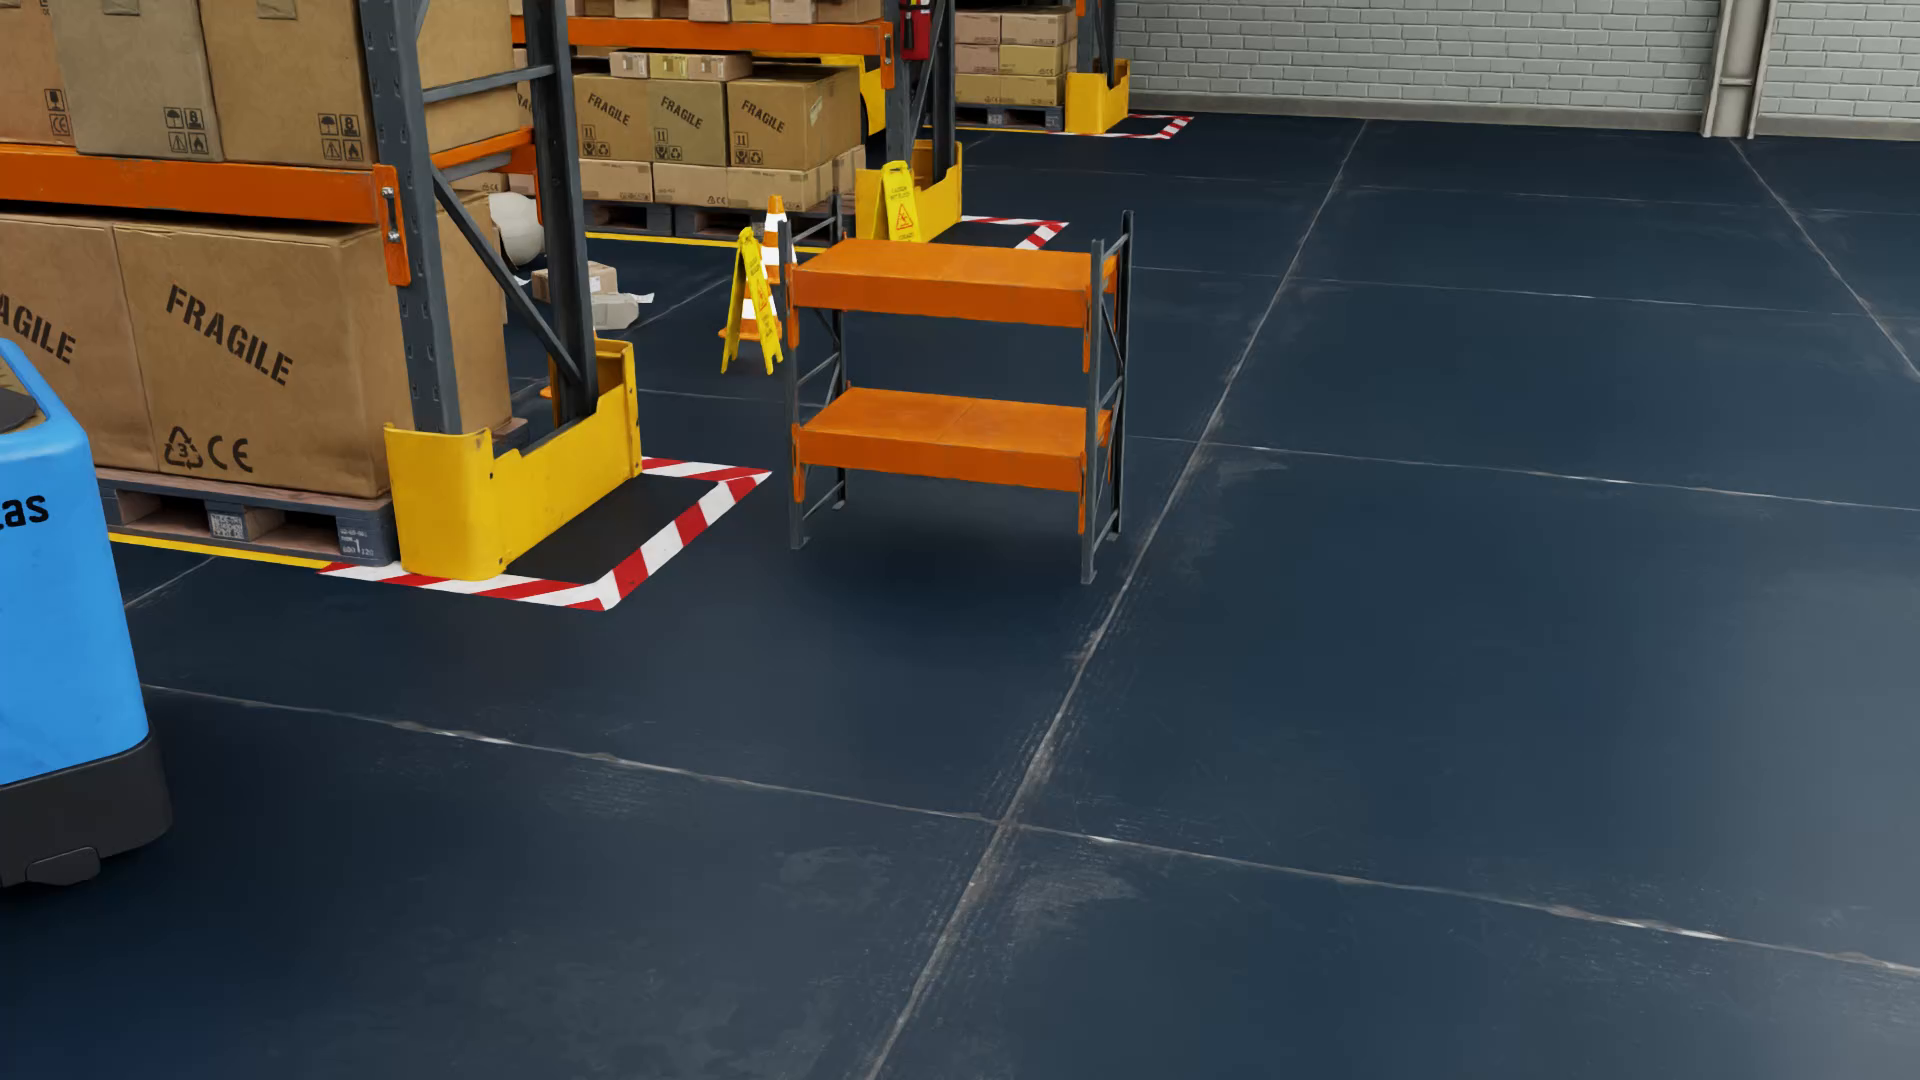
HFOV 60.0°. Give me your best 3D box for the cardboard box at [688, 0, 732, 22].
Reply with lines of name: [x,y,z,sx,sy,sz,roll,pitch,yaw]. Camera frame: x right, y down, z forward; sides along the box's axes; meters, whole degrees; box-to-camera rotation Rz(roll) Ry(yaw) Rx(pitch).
cardboard box: [-1.422,-3.177,9.893,0.250,0.149,0.380,7,23,16]

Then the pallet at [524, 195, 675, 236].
pallet: [-2.238,-2.244,10.962,1.213,0.211,1.003,7,23,16]

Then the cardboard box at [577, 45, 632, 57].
cardboard box: [-3.135,-4.680,15.803,0.625,0.625,0.875,8,24,18]

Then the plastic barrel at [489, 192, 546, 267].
plastic barrel: [-2.648,-1.774,9.536,0.512,0.421,0.421,-14,26,-30]

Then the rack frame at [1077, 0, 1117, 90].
rack frame: [1.197,-5.093,14.234,0.127,3.000,1.000,7,23,16]

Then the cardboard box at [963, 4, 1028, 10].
cardboard box: [0.312,-4.653,14.912,0.500,0.250,0.500,7,23,16]

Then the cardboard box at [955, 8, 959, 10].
cardboard box: [-0.311,-4.520,14.590,0.500,0.250,0.500,7,23,16]

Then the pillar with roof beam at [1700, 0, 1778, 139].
pillar with roof beam: [5.291,-6.050,8.663,0.400,9.000,9.100,7,23,16]

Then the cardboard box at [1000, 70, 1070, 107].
cardboard box: [0.656,-3.952,14.521,0.500,0.250,0.500,7,23,16]

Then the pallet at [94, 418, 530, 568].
pallet: [-2.355,-0.249,6.098,1.213,0.211,1.003,7,23,15]

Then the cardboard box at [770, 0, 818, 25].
cardboard box: [-0.928,-3.124,9.764,0.250,0.149,0.380,6,23,15]

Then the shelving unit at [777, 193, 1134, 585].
shelving unit: [-0.006,-0.521,5.558,1.048,1.125,0.538,7,23,16]

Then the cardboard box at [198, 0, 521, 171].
cardboard box: [-1.935,-1.573,5.455,0.550,0.550,0.875,7,23,16]

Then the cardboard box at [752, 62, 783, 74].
cardboard box: [-1.450,-2.805,10.738,0.500,0.500,0.500,6,23,14]

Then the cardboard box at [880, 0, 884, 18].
cardboard box: [-0.499,-3.285,10.158,0.250,0.149,0.380,7,23,16]

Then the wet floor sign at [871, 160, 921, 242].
wet floor sign: [-0.360,-1.790,9.284,0.232,0.644,0.267,16,27,34]

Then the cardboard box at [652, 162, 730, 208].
cardboard box: [-1.579,-2.262,10.401,0.500,0.250,0.500,7,23,16]

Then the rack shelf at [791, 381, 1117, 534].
rack shelf: [-0.006,-0.295,5.651,1.000,0.278,0.538,7,23,16]

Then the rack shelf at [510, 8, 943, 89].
rack shelf: [-2.148,-3.176,10.507,4.000,0.370,1.077,7,23,16]

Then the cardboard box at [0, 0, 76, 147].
cardboard box: [-2.967,-1.733,5.844,0.550,0.550,0.875,7,23,16]

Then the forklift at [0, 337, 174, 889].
forklift: [-3.352,-0.420,2.931,3.031,2.935,1.130,-16,27,-33]

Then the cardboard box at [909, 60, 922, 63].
cardboard box: [-0.337,-4.294,14.697,0.500,0.250,0.500,6,23,14]

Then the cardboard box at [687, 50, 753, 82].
cardboard box: [-1.446,-2.867,10.034,0.250,0.149,0.380,7,23,17]

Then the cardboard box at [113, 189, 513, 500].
cardboard box: [-2.235,-0.741,5.871,0.875,0.875,0.875,7,23,16]

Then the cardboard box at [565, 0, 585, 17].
cardboard box: [-2.383,-3.299,10.192,0.250,0.149,0.380,6,23,15]

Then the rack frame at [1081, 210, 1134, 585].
rack frame: [0.480,-0.465,5.422,0.032,1.125,0.500,7,23,16]

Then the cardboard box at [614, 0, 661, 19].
cardboard box: [-1.898,-3.251,10.074,0.250,0.149,0.380,6,23,15]

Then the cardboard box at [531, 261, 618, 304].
cardboard box: [-2.071,-1.380,8.938,0.380,0.149,0.250,-20,29,-39]

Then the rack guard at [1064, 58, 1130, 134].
rack guard: [1.220,-3.934,14.702,0.348,0.500,1.175,7,23,16]

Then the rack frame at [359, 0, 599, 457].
rack frame: [-1.566,-1.480,5.425,0.127,3.000,1.000,7,23,16]

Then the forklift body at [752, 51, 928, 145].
forklift body: [-1.145,-4.245,13.286,1.214,2.155,2.313,7,23,16]

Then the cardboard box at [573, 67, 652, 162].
cardboard box: [-2.057,-2.665,10.396,0.500,0.500,0.500,6,23,14]

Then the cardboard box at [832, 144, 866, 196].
cardboard box: [-0.926,-2.400,10.739,0.500,0.250,0.500,6,23,15]

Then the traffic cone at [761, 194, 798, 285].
traffic cone: [-1.018,-1.694,9.290,0.334,0.463,0.336,7,23,16]

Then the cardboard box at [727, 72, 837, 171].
cardboard box: [-1.076,-2.551,10.119,0.500,0.500,0.500,7,23,16]

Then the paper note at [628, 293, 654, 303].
paper note: [-1.713,-1.296,8.889,0.142,0.019,0.148,-1,22,-3]

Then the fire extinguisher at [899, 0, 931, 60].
fire extinguisher: [-0.257,-3.073,9.412,0.183,0.674,0.296,7,23,16]

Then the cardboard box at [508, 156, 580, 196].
cardboard box: [-2.553,-2.375,10.678,0.500,0.250,0.500,6,23,15]

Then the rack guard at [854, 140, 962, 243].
rack guard: [-0.306,-2.141,10.331,0.348,0.500,1.175,7,23,16]

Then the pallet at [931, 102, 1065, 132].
pallet: [0.453,-3.872,14.930,1.213,0.211,1.003,7,23,16]

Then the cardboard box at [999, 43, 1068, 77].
cardboard box: [0.641,-4.186,14.434,0.500,0.250,0.500,6,23,15]

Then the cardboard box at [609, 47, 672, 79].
cardboard box: [-1.938,-2.925,10.176,0.250,0.149,0.380,8,23,18]

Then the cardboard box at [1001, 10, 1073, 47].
cardboard box: [0.666,-4.415,14.333,0.500,0.250,0.500,7,23,17]
